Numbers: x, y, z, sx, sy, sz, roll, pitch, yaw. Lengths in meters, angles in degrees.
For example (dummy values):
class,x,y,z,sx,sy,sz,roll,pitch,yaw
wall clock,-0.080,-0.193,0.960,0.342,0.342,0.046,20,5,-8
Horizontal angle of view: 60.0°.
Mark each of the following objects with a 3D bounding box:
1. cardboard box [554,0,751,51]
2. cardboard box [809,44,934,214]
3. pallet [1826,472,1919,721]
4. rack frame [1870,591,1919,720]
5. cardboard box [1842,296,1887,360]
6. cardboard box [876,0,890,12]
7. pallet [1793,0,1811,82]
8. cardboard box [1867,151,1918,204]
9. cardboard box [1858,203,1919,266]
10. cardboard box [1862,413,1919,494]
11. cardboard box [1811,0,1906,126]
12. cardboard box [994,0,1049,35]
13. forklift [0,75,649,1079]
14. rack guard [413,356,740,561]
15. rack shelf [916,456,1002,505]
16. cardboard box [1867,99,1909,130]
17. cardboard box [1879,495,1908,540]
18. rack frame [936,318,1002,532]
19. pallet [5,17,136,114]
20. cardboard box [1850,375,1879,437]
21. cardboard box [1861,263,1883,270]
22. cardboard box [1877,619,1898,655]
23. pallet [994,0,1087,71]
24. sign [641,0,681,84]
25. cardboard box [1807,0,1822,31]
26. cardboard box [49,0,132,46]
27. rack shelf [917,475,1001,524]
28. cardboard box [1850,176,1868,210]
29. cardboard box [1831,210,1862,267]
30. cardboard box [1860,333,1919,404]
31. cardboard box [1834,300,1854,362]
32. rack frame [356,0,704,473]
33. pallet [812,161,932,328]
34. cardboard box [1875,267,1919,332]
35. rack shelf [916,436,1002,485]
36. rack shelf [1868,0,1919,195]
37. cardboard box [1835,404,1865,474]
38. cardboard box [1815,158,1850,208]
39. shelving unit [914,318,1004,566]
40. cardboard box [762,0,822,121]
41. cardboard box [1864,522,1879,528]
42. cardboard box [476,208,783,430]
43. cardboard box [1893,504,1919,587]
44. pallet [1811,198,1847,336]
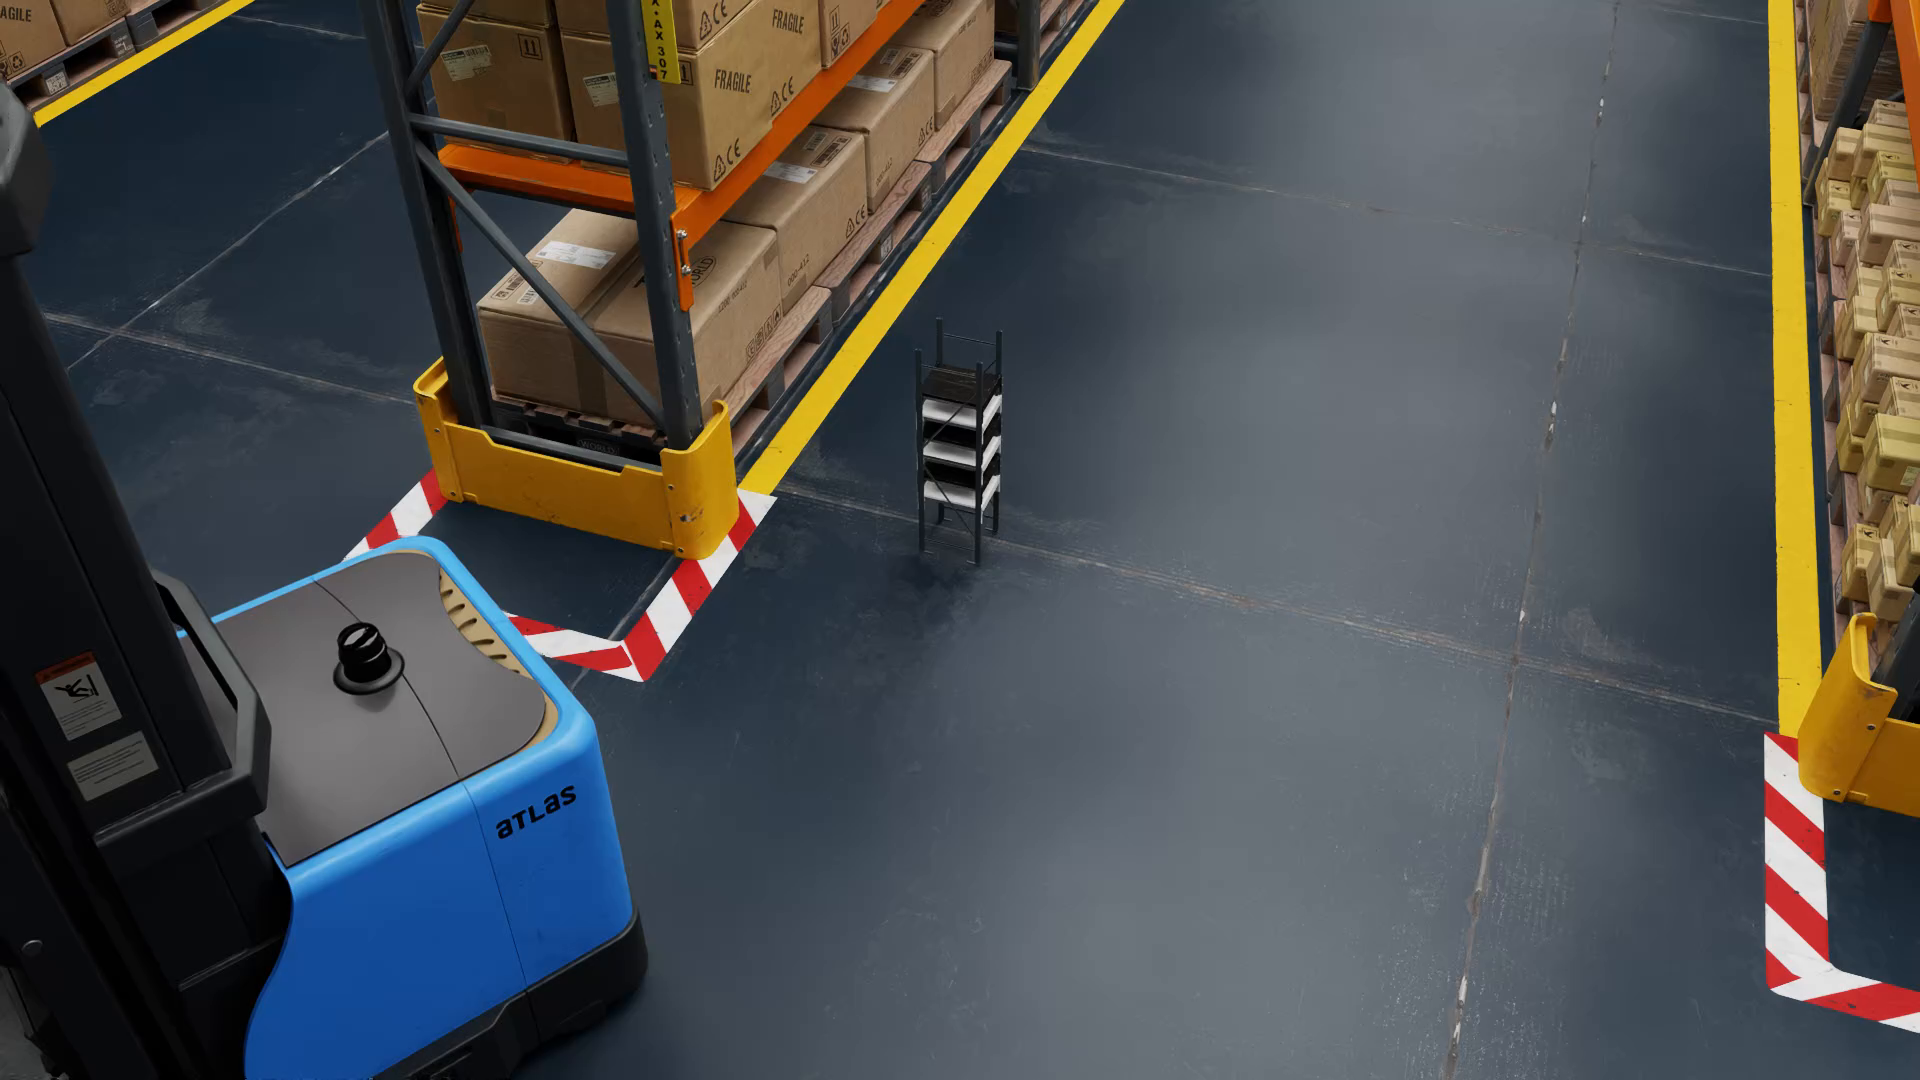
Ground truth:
class,x,y,z,sx,sy,sz,roll,pitch,yaw
cardboard box,-0.992,-1.950,5.377,0.500,0.500,0.500,12,42,14
cardboard box,-0.677,-2.021,7.958,0.875,0.438,0.875,12,42,14
pallet,3.599,0.262,5.780,1.003,0.211,1.213,13,42,15
rack frame,3.262,-0.265,4.249,1.000,3.000,0.127,13,42,15
cardboard box,3.689,-0.801,6.521,0.380,0.149,0.250,14,42,16
cardboard box,-0.497,-2.499,6.791,0.500,0.500,0.500,15,43,17
pallet,5.310,-2.865,9.446,1.003,0.211,1.213,13,42,15
cardboard box,4.127,-1.522,7.137,0.380,0.149,0.250,13,42,14
cardboard box,3.896,-1.220,6.784,0.380,0.149,0.250,14,42,16
cardboard box,3.314,-0.272,5.672,0.380,0.149,0.250,12,42,14
cardboard box,4.646,-2.420,8.378,0.500,0.500,0.500,13,42,14
cardboard box,0.081,-3.489,9.341,0.875,0.875,0.875,15,43,16
forklift,-2.357,0.500,3.405,3.031,2.935,1.130,-27,47,-28
rack guard,-1.432,-0.336,6.259,1.175,0.500,0.348,13,42,15
rack shelf,-0.003,-0.244,6.032,0.258,0.077,0.200,13,42,15
cardboard box,4.317,-1.842,7.512,0.380,0.149,0.250,15,43,17
cardboard box,3.314,0.014,5.566,0.380,0.149,0.250,12,42,14
rack frame,0.032,-0.399,6.025,0.240,0.900,0.006,13,42,15
pallet,-5.373,-2.614,9.152,1.003,0.211,1.213,13,42,15
cardboard box,3.515,-0.474,6.139,0.380,0.149,0.250,14,42,16
cardboard box,3.942,-1.085,6.855,0.380,0.149,0.250,15,43,17
cardboard box,3.246,0.293,5.469,0.380,0.149,0.250,14,42,16
pallet,0.137,-3.168,9.800,1.003,0.211,1.213,13,42,15
sign,-0.905,-1.534,5.009,0.100,0.325,0.005,13,42,15
cardboard box,5.002,-3.045,9.110,0.500,0.500,0.500,12,42,14
cardboard box,-5.108,-3.108,9.184,0.700,0.500,0.500,12,42,13
rack shelf,-0.003,-0.175,6.091,0.258,0.077,0.200,13,42,15
cardboard box,4.203,-1.568,7.421,0.380,0.149,0.250,14,42,15
cardboard box,4.076,-1.303,7.339,0.380,0.149,0.250,13,42,15
cardboard box,3.502,-0.592,6.047,0.380,0.149,0.250,15,43,17
cardboard box,3.798,-0.828,6.783,0.380,0.149,0.250,12,42,14
rack frame,-1.424,-1.302,5.464,1.000,3.000,0.127,13,42,15
pallet,-0.805,-1.487,7.831,1.003,0.211,1.213,13,42,15
cardboard box,3.759,-0.894,6.402,0.380,0.149,0.250,13,42,15
rack shelf,-0.003,-0.312,5.974,0.258,0.077,0.200,13,42,15
rack shelf,3.946,-1.211,5.912,1.077,0.370,4.000,13,42,15
cardboard box,3.511,-0.351,6.224,0.380,0.149,0.250,12,42,13
cardboard box,4.204,-1.629,7.721,0.380,0.149,0.250,12,42,13
shelving unit,-0.003,-0.337,5.952,0.258,0.900,0.210,13,42,15
cardboard box,-0.843,-1.883,6.069,0.500,0.500,0.500,13,42,14
cardboard box,3.410,-0.028,5.845,0.380,0.149,0.250,13,42,15
cardboard box,-1.292,-0.911,6.658,0.875,0.438,0.875,12,42,14
cardboard box,3.205,0.055,5.289,0.380,0.149,0.250,14,42,16
pallet,4.434,-1.226,7.524,1.003,0.211,1.213,13,42,15
